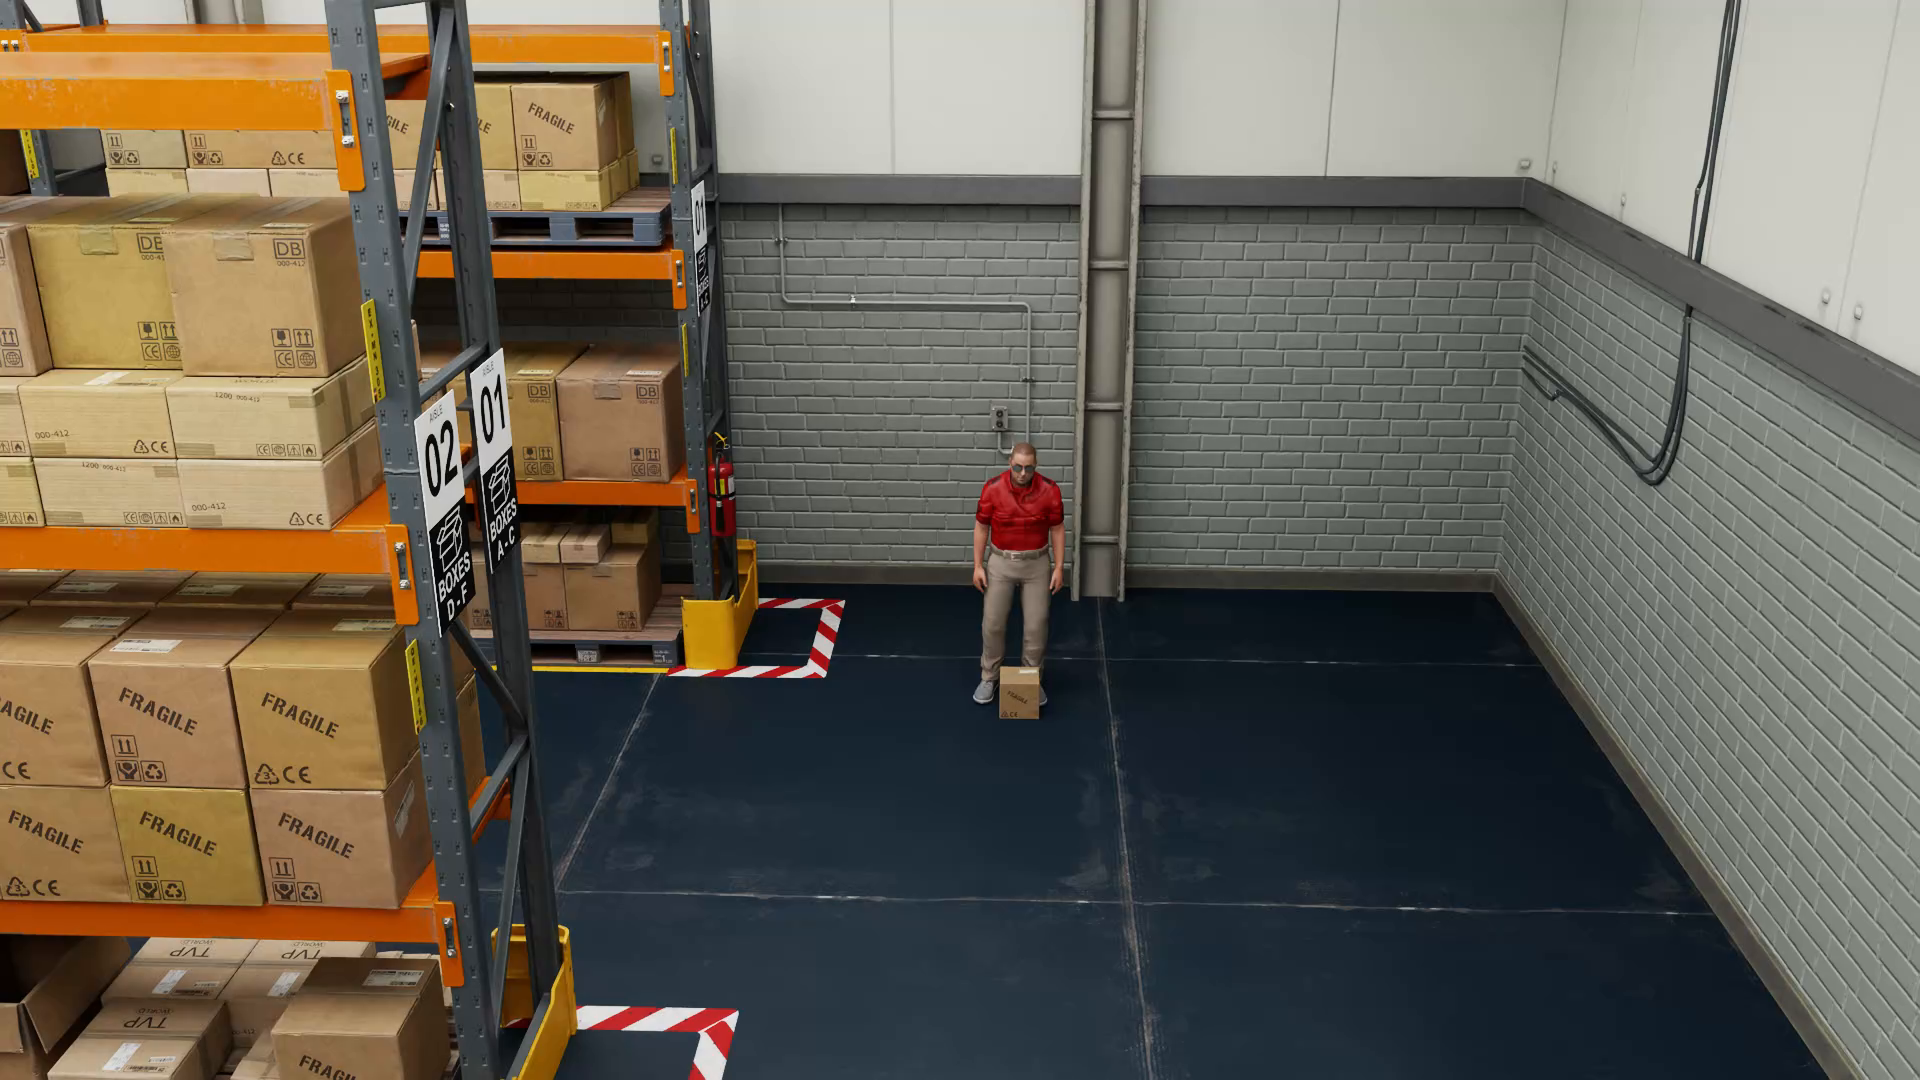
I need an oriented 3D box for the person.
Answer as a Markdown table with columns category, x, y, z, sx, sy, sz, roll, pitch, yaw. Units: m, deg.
| category | x | y | z | sx | sy | sz | roll | pitch | yaw |
| --- | --- | --- | --- | --- | --- | --- | --- | --- | --- |
| person | 0.374 | 0.199 | 10.570 | 0.586 | 1.727 | 0.425 | 1 | 21 | 2 |
